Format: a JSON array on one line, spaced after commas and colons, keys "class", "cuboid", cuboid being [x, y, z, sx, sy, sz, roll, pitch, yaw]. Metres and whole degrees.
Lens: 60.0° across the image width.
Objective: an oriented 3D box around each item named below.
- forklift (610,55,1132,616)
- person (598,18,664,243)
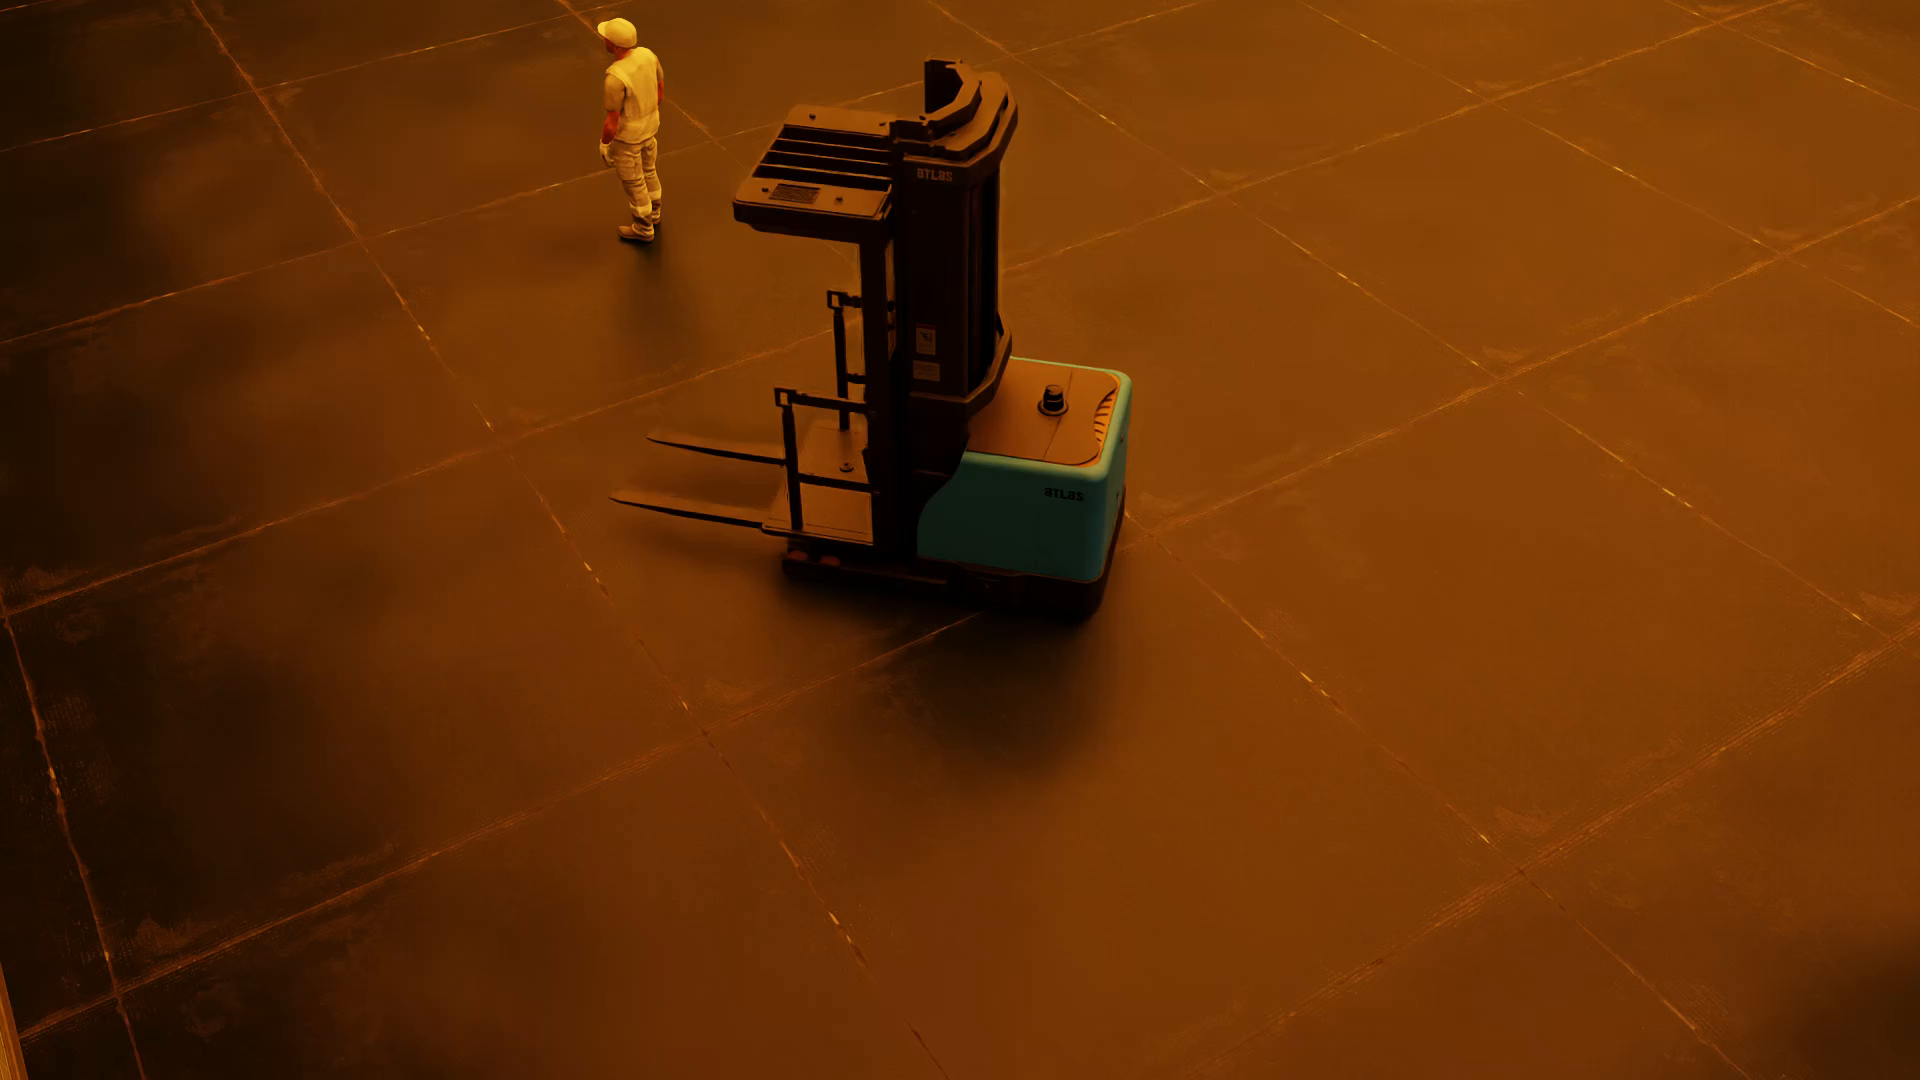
[{"class": "forklift", "cuboid": [-0.571, -1.178, 9.219, 3.031, 2.935, 1.130, 9, 42, 10]}, {"class": "person", "cuboid": [-2.452, -3.006, 12.167, 0.564, 1.787, 0.638, 21, 45, 22]}]
